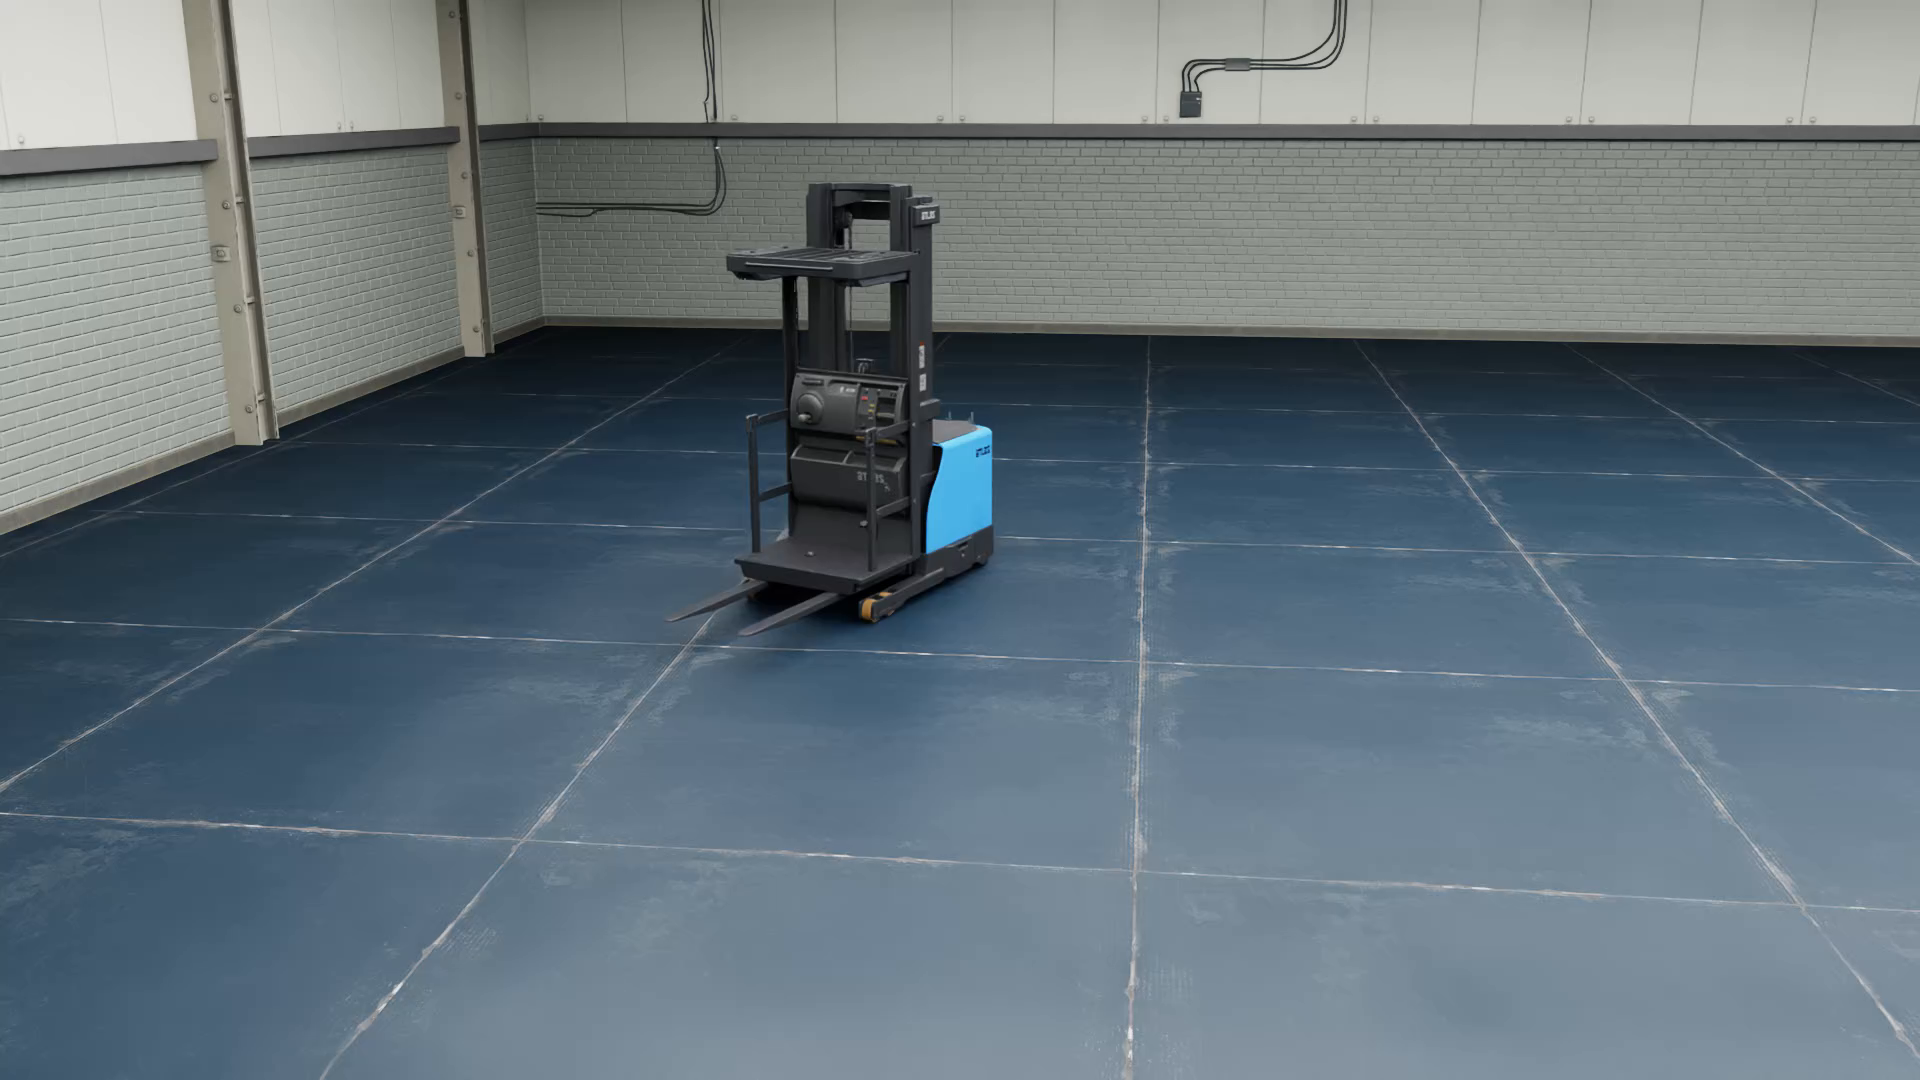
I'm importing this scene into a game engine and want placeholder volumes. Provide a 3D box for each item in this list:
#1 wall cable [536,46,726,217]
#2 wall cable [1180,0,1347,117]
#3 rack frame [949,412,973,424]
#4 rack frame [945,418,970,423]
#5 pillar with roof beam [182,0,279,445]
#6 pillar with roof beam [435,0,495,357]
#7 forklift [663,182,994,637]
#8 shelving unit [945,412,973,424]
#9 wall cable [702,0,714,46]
[{"bbox_3d":[-5.088,-6.168,25.181,3.097,2.526,0.112,2,15,6],"label":"wall cable"},{"bbox_3d":[4.343,-9.025,23.282,2.305,6.003,0.169,2,15,6],"label":"wall cable"},{"bbox_3d":[0.008,-0.525,13.591,0.200,1.050,0.008,2,15,6],"label":"rack frame"},{"bbox_3d":[-0.020,-0.461,13.357,0.200,1.050,0.008,2,15,6],"label":"rack frame"},{"bbox_3d":[-3.134,-5.259,15.870,9.100,9.000,0.400,2,15,6],"label":"pillar with roof beam"},{"bbox_3d":[-2.457,-6.815,21.625,9.100,9.000,0.400,2,15,6],"label":"pillar with roof beam"},{"bbox_3d":[-0.905,-0.977,11.661,1.130,2.935,3.031,8,17,29],"label":"forklift"},{"bbox_3d":[-0.006,-0.493,13.474,0.215,1.050,0.252,2,15,6],"label":"shelving unit"},{"bbox_3d":[-2.400,-8.526,24.227,3.097,2.526,0.112,2,15,6],"label":"wall cable"}]
